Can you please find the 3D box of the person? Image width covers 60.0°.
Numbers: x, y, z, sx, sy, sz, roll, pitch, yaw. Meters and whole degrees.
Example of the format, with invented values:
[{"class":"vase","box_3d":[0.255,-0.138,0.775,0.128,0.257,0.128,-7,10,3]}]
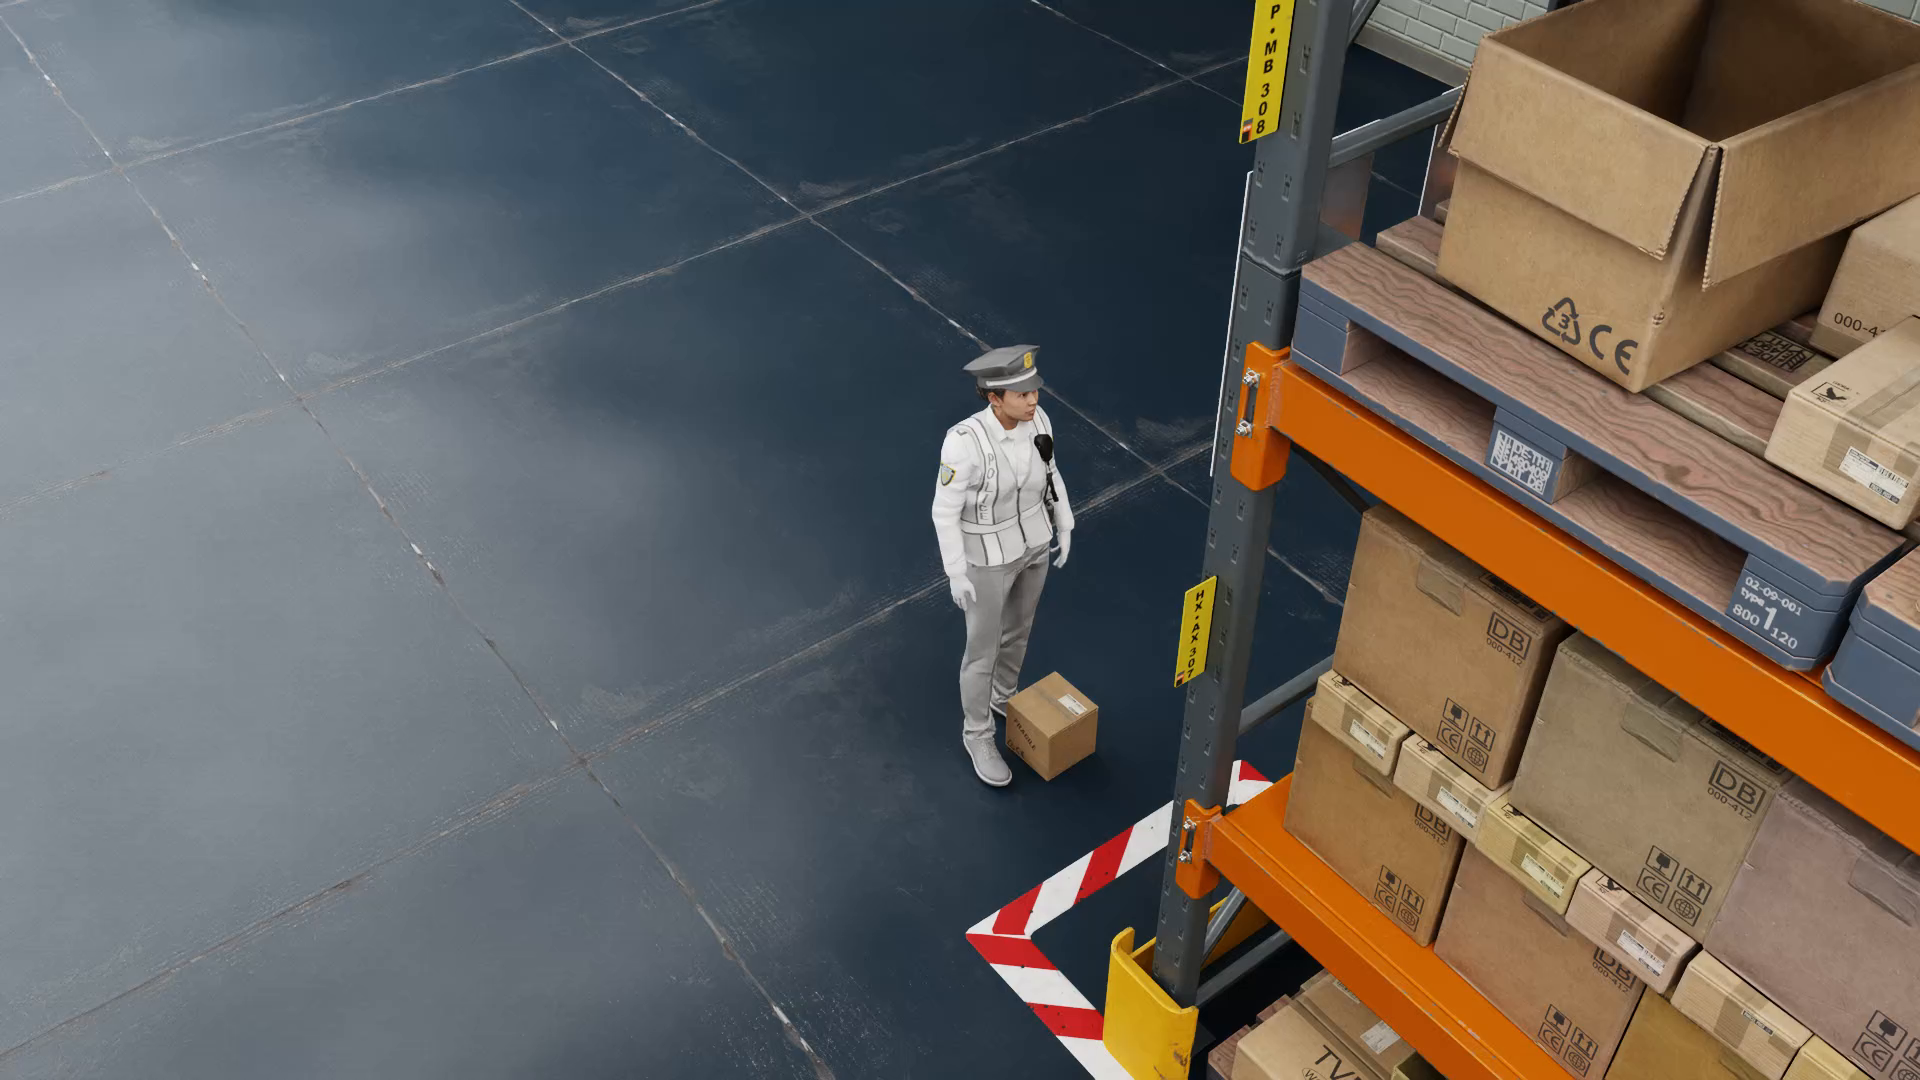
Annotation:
[{"class":"person","box_3d":[0.204,0.067,6.040,0.587,1.694,0.529,-26,47,-27]}]
